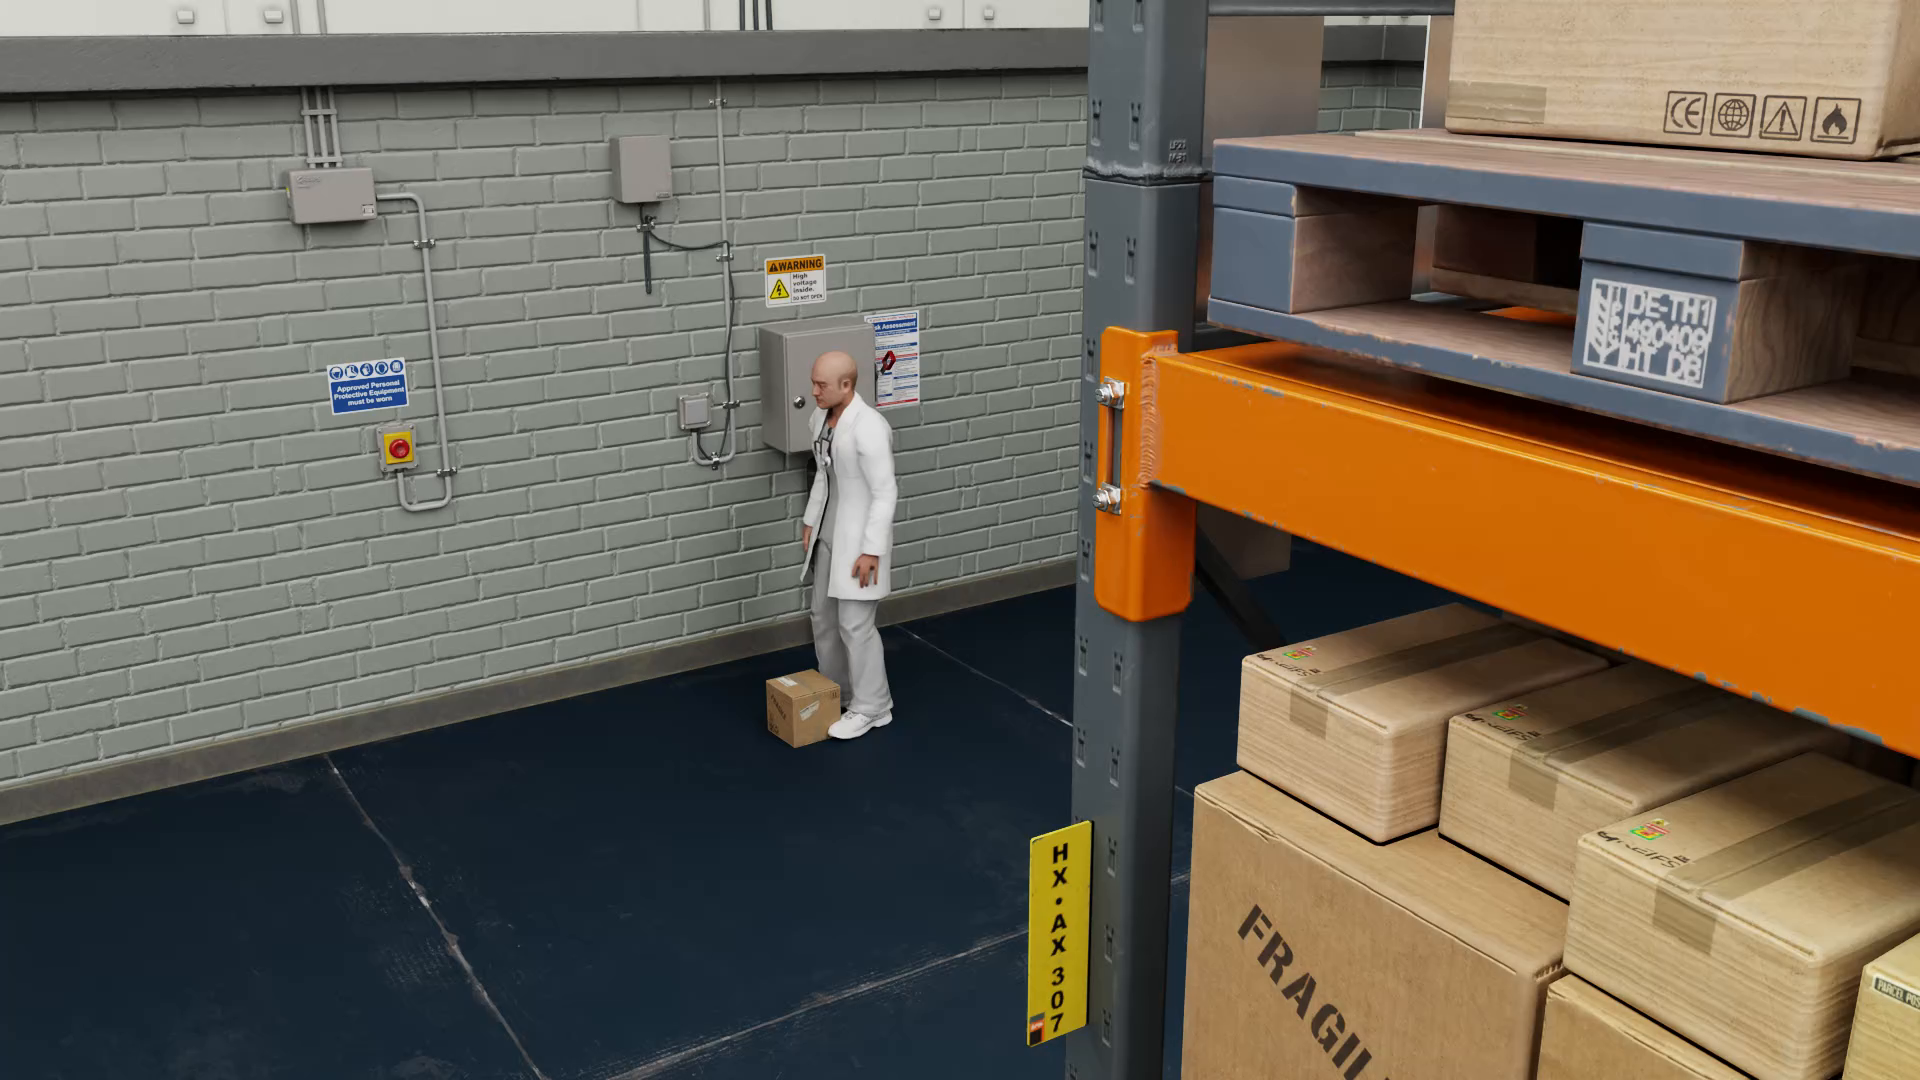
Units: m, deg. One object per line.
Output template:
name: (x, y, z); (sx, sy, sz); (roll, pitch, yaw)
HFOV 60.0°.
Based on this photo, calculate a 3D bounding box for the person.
person: (-0.516, 0.005, 7.563); (0.420, 1.774, 0.643); (-11, 21, -32)
